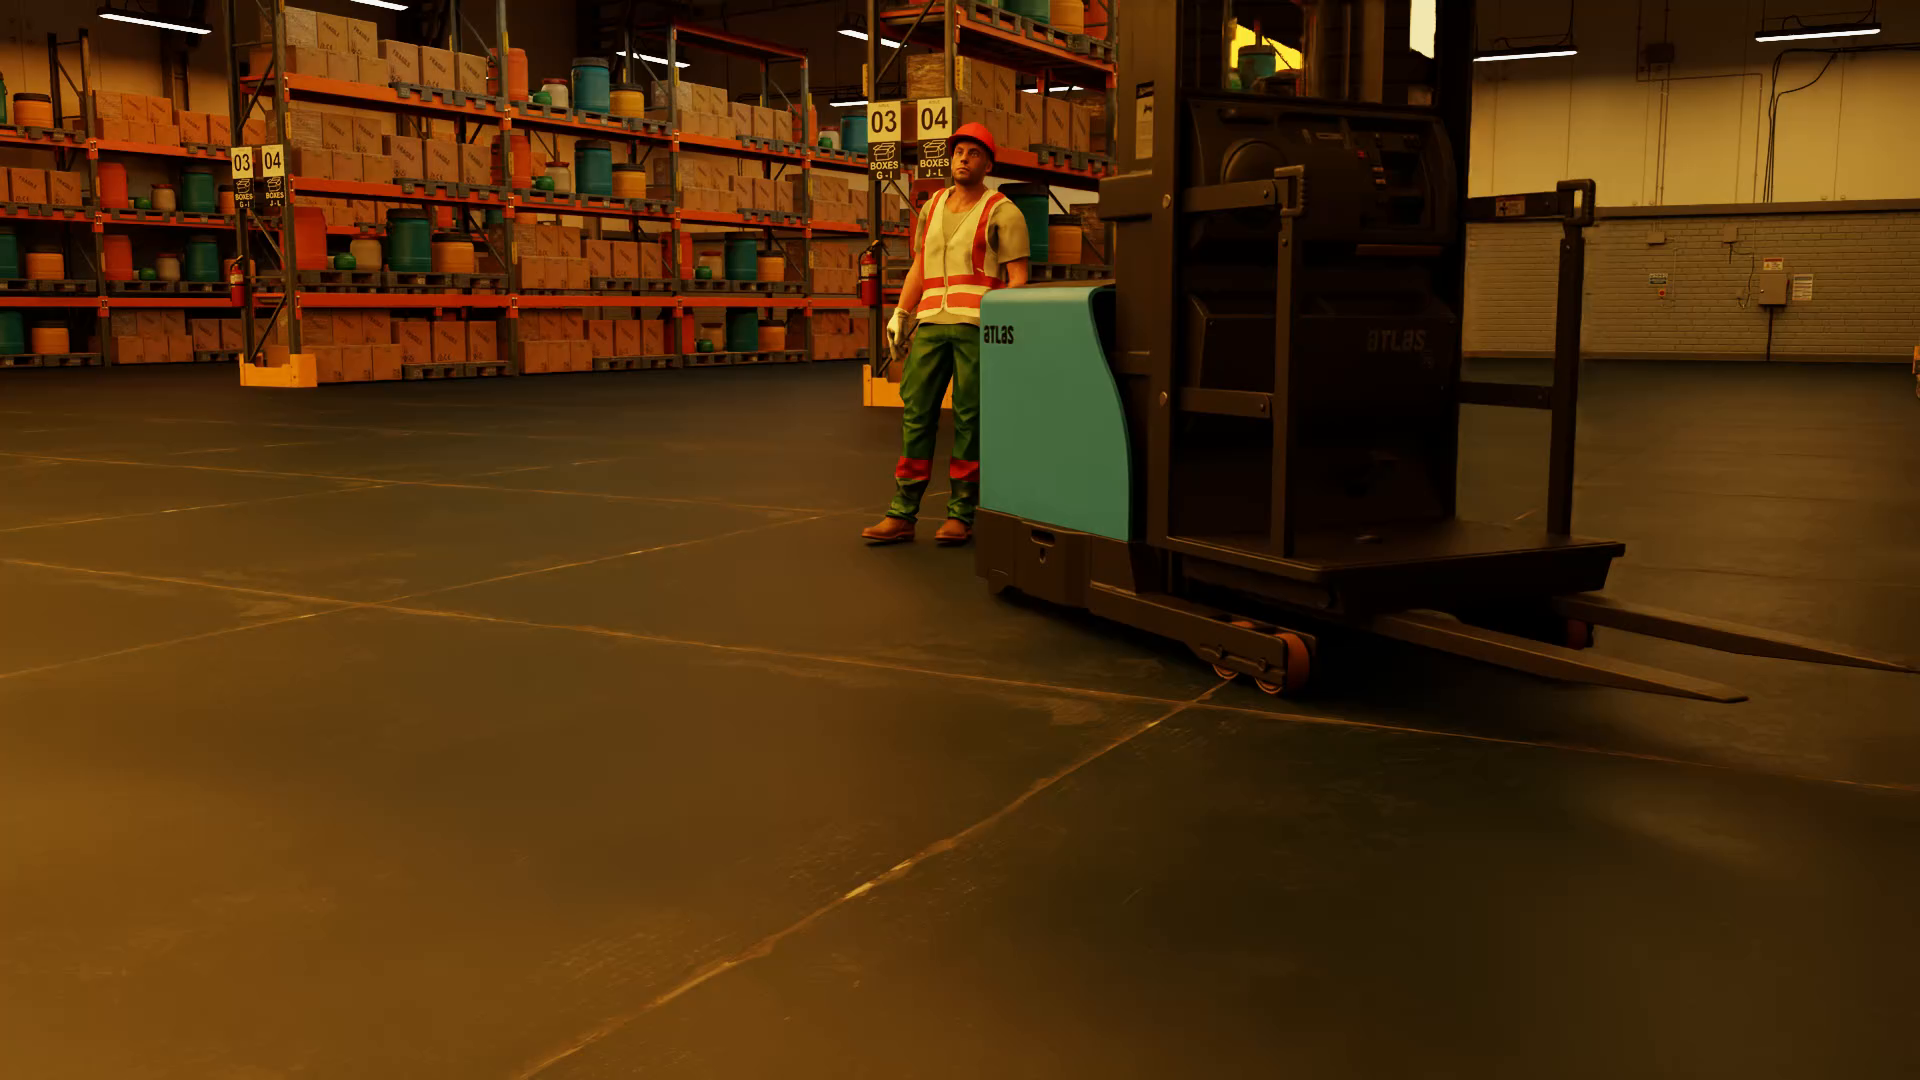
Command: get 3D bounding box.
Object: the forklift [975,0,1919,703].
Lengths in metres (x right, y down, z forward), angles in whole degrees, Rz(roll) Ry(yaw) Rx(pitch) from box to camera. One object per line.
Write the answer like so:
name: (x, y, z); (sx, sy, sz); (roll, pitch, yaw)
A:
forklift: (1.165, -1.114, 4.662); (1.130, 2.935, 3.031); (-4, 9, -26)

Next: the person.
person: (-0.050, -0.885, 7.127); (0.638, 1.788, 0.563); (4, 9, 29)
